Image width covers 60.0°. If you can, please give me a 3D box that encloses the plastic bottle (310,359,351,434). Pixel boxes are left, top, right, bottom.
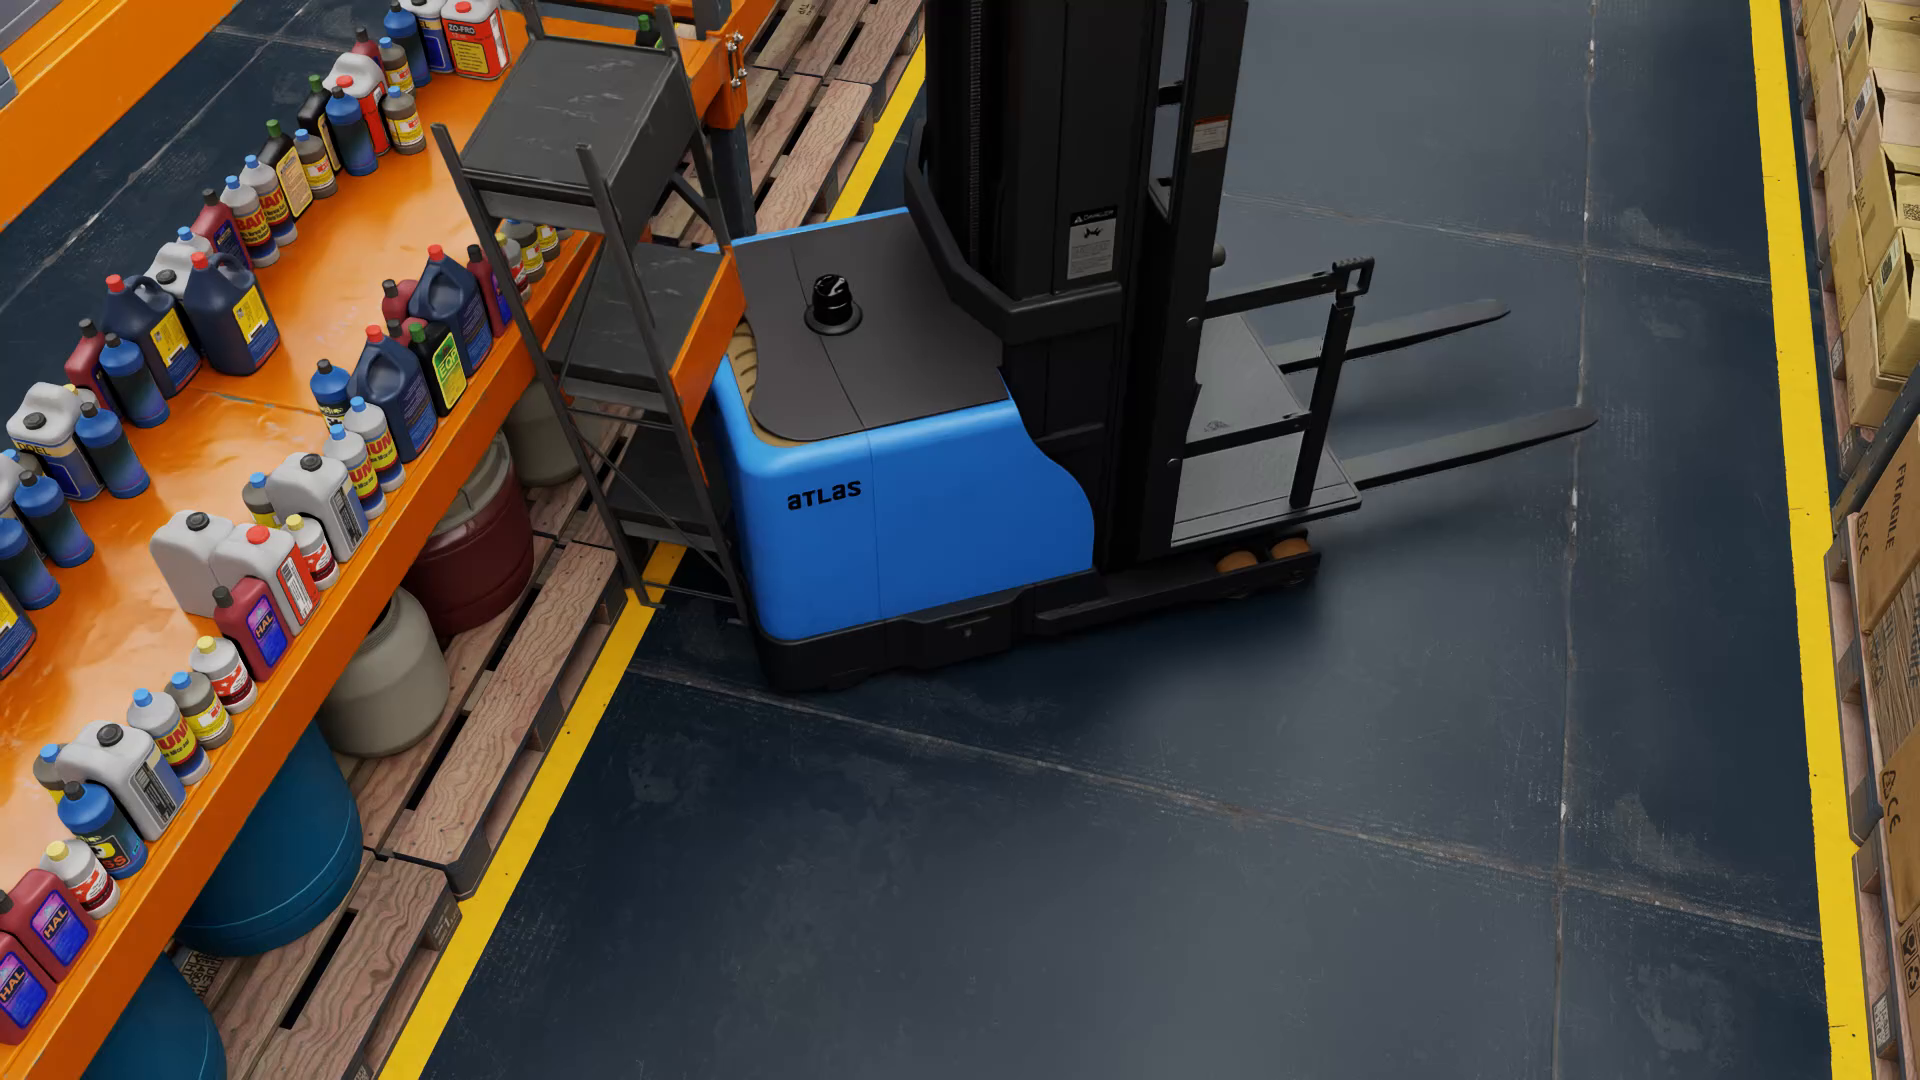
[{"bbox_3d":[-1.545,-0.340,4.135,0.097,0.271,0.097,0,49,0],"label":"plastic bottle"}]

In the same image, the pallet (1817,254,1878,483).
[{"bbox_3d":[3.777,-0.615,6.152,1.003,0.211,1.213,12,50,10],"label":"pallet"}]

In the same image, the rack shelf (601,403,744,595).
[{"bbox_3d":[-0.832,-0.137,5.366,0.431,0.518,0.480,11,58,12],"label":"rack shelf"}]

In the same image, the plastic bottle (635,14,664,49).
[{"bbox_3d":[-0.950,-1.515,5.164,0.061,0.283,0.133,12,50,10],"label":"plastic bottle"}]

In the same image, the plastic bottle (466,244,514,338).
[{"bbox_3d":[-1.251,-0.689,4.435,0.061,0.283,0.133,12,50,10],"label":"plastic bottle"}]

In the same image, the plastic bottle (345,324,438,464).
[{"bbox_3d":[-1.417,-0.374,4.112,0.144,0.351,0.185,12,50,10],"label":"plastic bottle"}]

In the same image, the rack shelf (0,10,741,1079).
[{"bbox_3d":[-1.782,-0.246,4.446,1.077,0.370,4.000,12,50,10],"label":"rack shelf"}]

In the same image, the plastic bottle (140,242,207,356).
[{"bbox_3d":[-2.046,-0.637,4.395,0.152,0.276,0.135,12,50,10],"label":"plastic bottle"}]

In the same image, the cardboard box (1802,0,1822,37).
[{"bbox_3d":[4.094,-2.460,7.475,0.500,0.250,0.500,13,50,11],"label":"cardboard box"}]

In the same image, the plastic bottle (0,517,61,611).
[{"bbox_3d":[-2.162,0.038,3.801,0.097,0.271,0.097,0,49,0],"label":"plastic bottle"}]

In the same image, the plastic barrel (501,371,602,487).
[{"bbox_3d":[-1.430,-0.463,5.537,0.421,0.512,0.421,0,49,0],"label":"plastic barrel"}]

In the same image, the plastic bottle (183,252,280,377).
[{"bbox_3d":[-1.910,-0.615,4.325,0.144,0.351,0.185,12,50,10],"label":"plastic bottle"}]

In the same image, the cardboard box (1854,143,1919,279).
[{"bbox_3d":[3.553,-1.170,5.962,0.500,0.311,0.500,11,49,9],"label":"cardboard box"}]

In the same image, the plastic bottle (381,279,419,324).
[{"bbox_3d":[-1.439,-0.583,4.342,0.061,0.283,0.133,12,50,10],"label":"plastic bottle"}]

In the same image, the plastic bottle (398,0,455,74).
[{"bbox_3d":[-1.681,-1.640,5.280,0.152,0.276,0.135,12,50,10],"label":"plastic bottle"}]

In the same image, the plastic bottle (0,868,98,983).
[{"bbox_3d":[-1.765,0.724,3.188,0.061,0.283,0.133,12,50,10],"label":"plastic bottle"}]

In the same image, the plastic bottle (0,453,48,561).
[{"bbox_3d":[-2.252,-0.072,3.895,0.152,0.276,0.135,12,50,10],"label":"plastic bottle"}]

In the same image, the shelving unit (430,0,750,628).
[{"bbox_3d":[-0.884,-0.534,4.775,0.431,2.100,0.503,11,58,12],"label":"shelving unit"}]

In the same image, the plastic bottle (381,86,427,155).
[{"bbox_3d":[-1.677,-1.270,5.003,0.097,0.201,0.097,0,49,0],"label":"plastic bottle"}]

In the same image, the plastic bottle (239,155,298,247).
[{"bbox_3d":[-1.955,-0.962,4.684,0.097,0.271,0.097,0,49,0],"label":"plastic bottle"}]

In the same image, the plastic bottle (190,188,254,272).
[{"bbox_3d":[-2.029,-0.816,4.547,0.061,0.283,0.133,12,50,10],"label":"plastic bottle"}]

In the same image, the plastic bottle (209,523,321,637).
[{"bbox_3d":[-1.575,0.074,3.766,0.152,0.276,0.135,12,50,10],"label":"plastic bottle"}]

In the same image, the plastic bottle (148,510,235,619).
[{"bbox_3d":[-1.722,0.044,3.793,0.152,0.276,0.135,12,50,10],"label":"plastic bottle"}]

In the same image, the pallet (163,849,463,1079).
[{"bbox_3d":[-2.065,1.335,4.431,1.003,0.211,1.213,12,50,10],"label":"pallet"}]

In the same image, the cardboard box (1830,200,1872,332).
[{"bbox_3d":[3.558,-0.982,6.170,0.500,0.250,0.500,11,49,10],"label":"cardboard box"}]

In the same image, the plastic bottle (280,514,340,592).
[{"bbox_3d":[-1.518,0.021,3.864,0.097,0.201,0.097,0,49,0],"label":"plastic bottle"}]

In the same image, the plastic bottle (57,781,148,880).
[{"bbox_3d":[-1.726,0.570,3.332,0.097,0.271,0.097,0,49,0],"label":"plastic bottle"}]

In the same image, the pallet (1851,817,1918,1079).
[{"bbox_3d":[2.966,1.385,4.387,1.003,0.211,1.213,12,50,10],"label":"pallet"}]

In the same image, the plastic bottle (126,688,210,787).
[{"bbox_3d":[-1.665,0.402,3.480,0.097,0.271,0.097,0,49,0],"label":"plastic bottle"}]

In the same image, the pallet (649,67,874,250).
[{"bbox_3d":[-1.014,-1.561,6.987,1.003,0.211,1.213,12,50,10],"label":"pallet"}]

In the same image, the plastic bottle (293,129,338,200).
[{"bbox_3d":[-1.895,-1.106,4.858,0.097,0.201,0.097,0,49,0],"label":"plastic bottle"}]

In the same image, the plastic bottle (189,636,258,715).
[{"bbox_3d":[-1.614,0.285,3.630,0.097,0.201,0.097,0,49,0],"label":"plastic bottle"}]

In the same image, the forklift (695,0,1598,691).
[{"bbox_3d":[0.695,-1.141,4.802,3.031,2.935,1.130,-13,50,-11],"label":"forklift"}]

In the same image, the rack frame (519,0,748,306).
[{"bbox_3d":[-0.819,-0.732,4.902,0.400,2.100,0.015,11,58,12],"label":"rack frame"}]

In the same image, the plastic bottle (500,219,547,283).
[{"bbox_3d":[-1.213,-0.819,4.605,0.097,0.201,0.097,0,49,0],"label":"plastic bottle"}]

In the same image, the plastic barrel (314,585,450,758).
[{"bbox_3d":[-1.727,0.354,4.816,0.421,0.512,0.421,0,49,0],"label":"plastic barrel"}]

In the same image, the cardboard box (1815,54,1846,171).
[{"bbox_3d":[3.826,-1.718,6.819,0.500,0.250,0.500,12,50,11],"label":"cardboard box"}]

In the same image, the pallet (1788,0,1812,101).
[{"bbox_3d":[4.419,-2.380,7.710,1.003,0.211,1.213,12,50,10],"label":"pallet"}]

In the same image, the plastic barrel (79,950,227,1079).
[{"bbox_3d":[-2.148,1.128,3.873,0.600,0.901,0.708,12,50,10],"label":"plastic barrel"}]

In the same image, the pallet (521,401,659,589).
[{"bbox_3d":[-1.422,-0.429,5.988,1.003,0.211,1.213,12,50,10],"label":"pallet"}]

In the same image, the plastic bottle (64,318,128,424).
[{"bbox_3d":[-2.174,-0.418,4.196,0.061,0.283,0.133,12,50,10],"label":"plastic bottle"}]

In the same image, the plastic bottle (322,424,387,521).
[{"bbox_3d":[-1.457,-0.170,3.986,0.097,0.271,0.097,0,49,0],"label":"plastic bottle"}]

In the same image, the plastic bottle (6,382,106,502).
[{"bbox_3d":[-2.191,-0.239,4.043,0.152,0.276,0.135,12,50,10],"label":"plastic bottle"}]

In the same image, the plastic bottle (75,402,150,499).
[{"bbox_3d":[-2.066,-0.227,4.035,0.097,0.271,0.097,0,49,0],"label":"plastic bottle"}]

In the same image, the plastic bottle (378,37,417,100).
[{"bbox_3d":[-1.763,-1.467,5.176,0.097,0.201,0.097,0,49,0],"label":"plastic bottle"}]

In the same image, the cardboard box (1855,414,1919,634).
[{"bbox_3d":[3.127,0.004,5.120,0.500,0.500,0.500,13,50,12],"label":"cardboard box"}]

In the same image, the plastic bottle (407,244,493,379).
[{"bbox_3d":[-1.333,-0.604,4.315,0.144,0.351,0.185,12,50,10],"label":"plastic bottle"}]

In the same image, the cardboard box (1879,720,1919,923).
[{"bbox_3d":[2.858,0.746,4.465,0.500,0.500,0.500,11,49,10],"label":"cardboard box"}]

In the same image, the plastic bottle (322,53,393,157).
[{"bbox_3d":[-1.803,-1.306,4.984,0.152,0.276,0.135,12,50,10],"label":"plastic bottle"}]

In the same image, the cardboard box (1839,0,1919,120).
[{"bbox_3d":[3.823,-1.896,6.603,0.500,0.311,0.500,13,50,11],"label":"cardboard box"}]

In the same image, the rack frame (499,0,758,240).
[{"bbox_3d":[-1.255,-1.931,5.453,1.000,3.000,0.127,12,50,10],"label":"rack frame"}]
